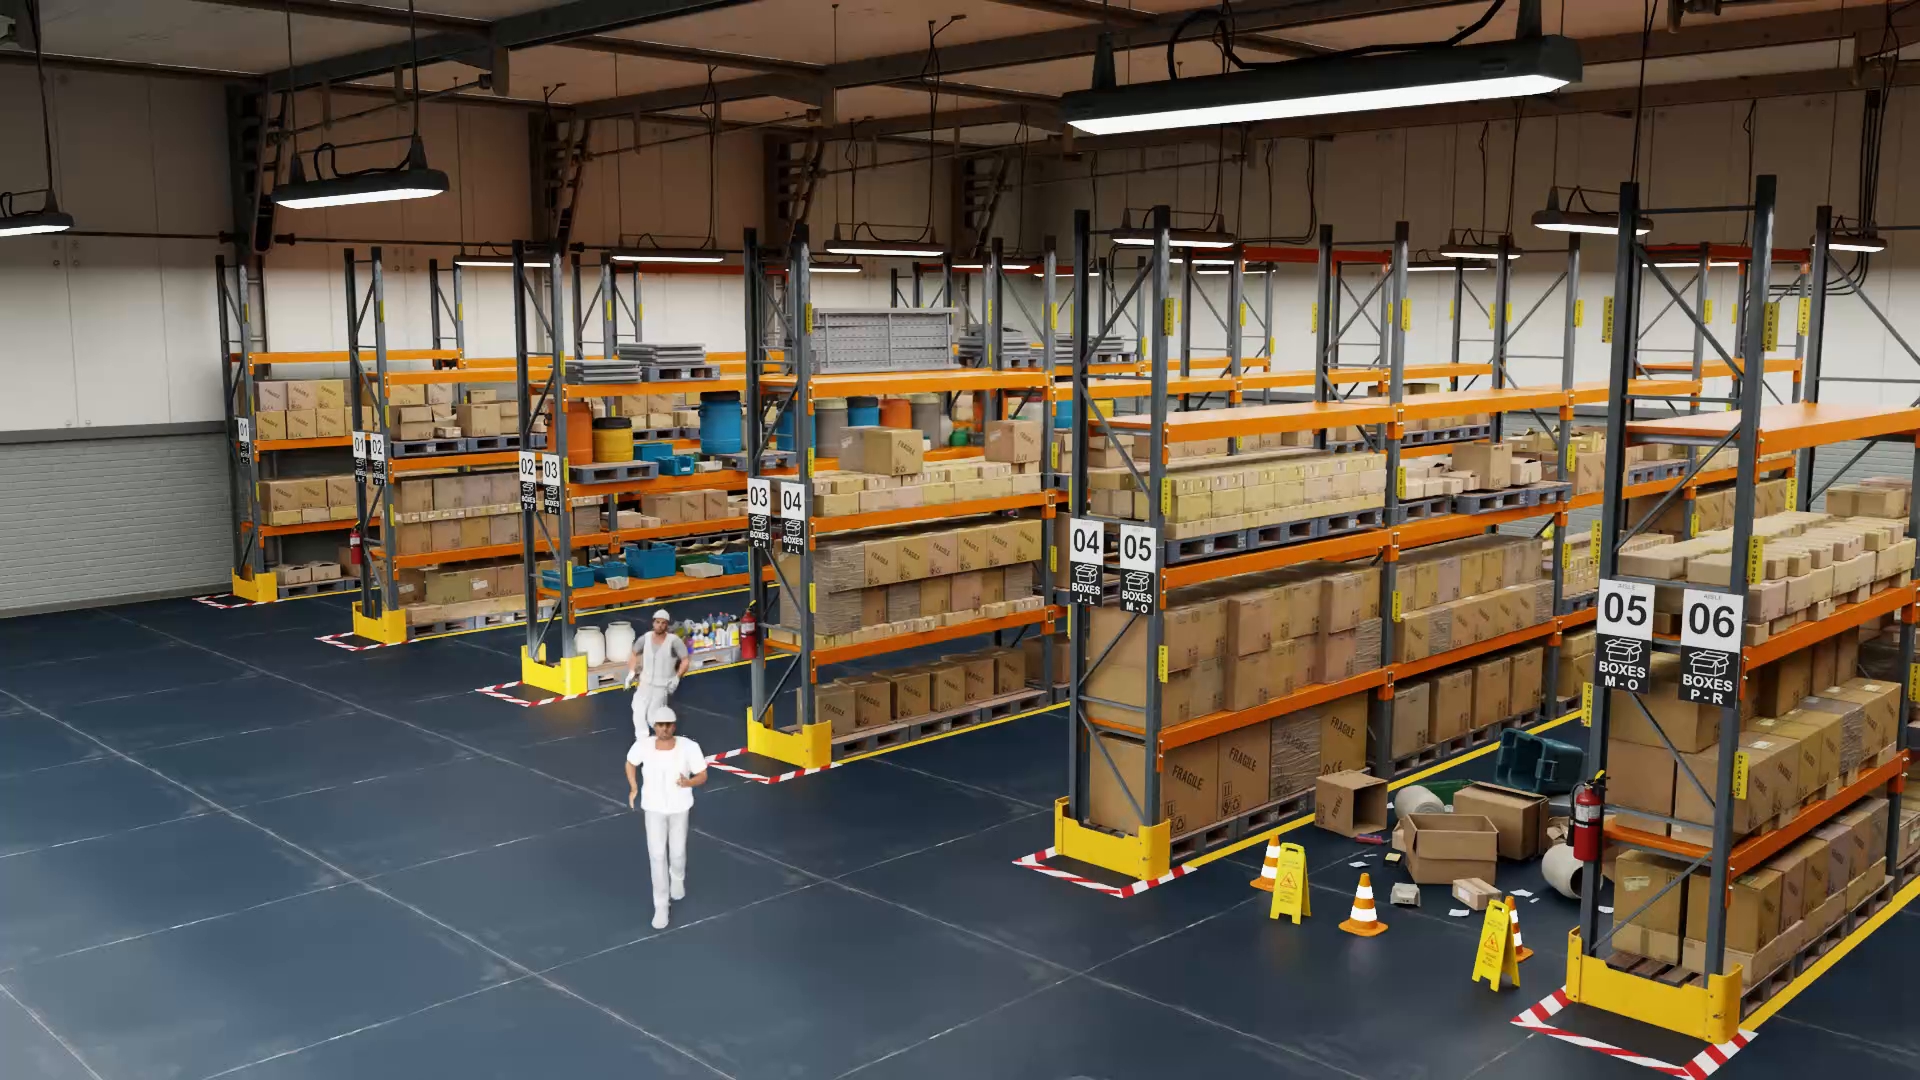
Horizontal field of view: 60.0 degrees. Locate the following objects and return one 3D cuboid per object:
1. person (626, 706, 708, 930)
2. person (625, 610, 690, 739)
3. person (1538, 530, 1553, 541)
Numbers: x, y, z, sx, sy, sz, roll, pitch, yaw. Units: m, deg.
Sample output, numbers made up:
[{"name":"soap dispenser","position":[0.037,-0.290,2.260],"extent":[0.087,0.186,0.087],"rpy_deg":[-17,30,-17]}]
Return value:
[{"name":"person","position":[-2.475,2.283,14.084],"extent":[0.685,1.782,0.868],"rpy_deg":[-1,8,-10]},{"name":"person","position":[-3.453,1.641,19.029],"extent":[0.702,1.730,0.574],"rpy_deg":[2,8,12]},{"name":"person","position":[9.037,0.701,25.545],"extent":[0.667,1.742,0.707],"rpy_deg":[-6,10,-35]}]
